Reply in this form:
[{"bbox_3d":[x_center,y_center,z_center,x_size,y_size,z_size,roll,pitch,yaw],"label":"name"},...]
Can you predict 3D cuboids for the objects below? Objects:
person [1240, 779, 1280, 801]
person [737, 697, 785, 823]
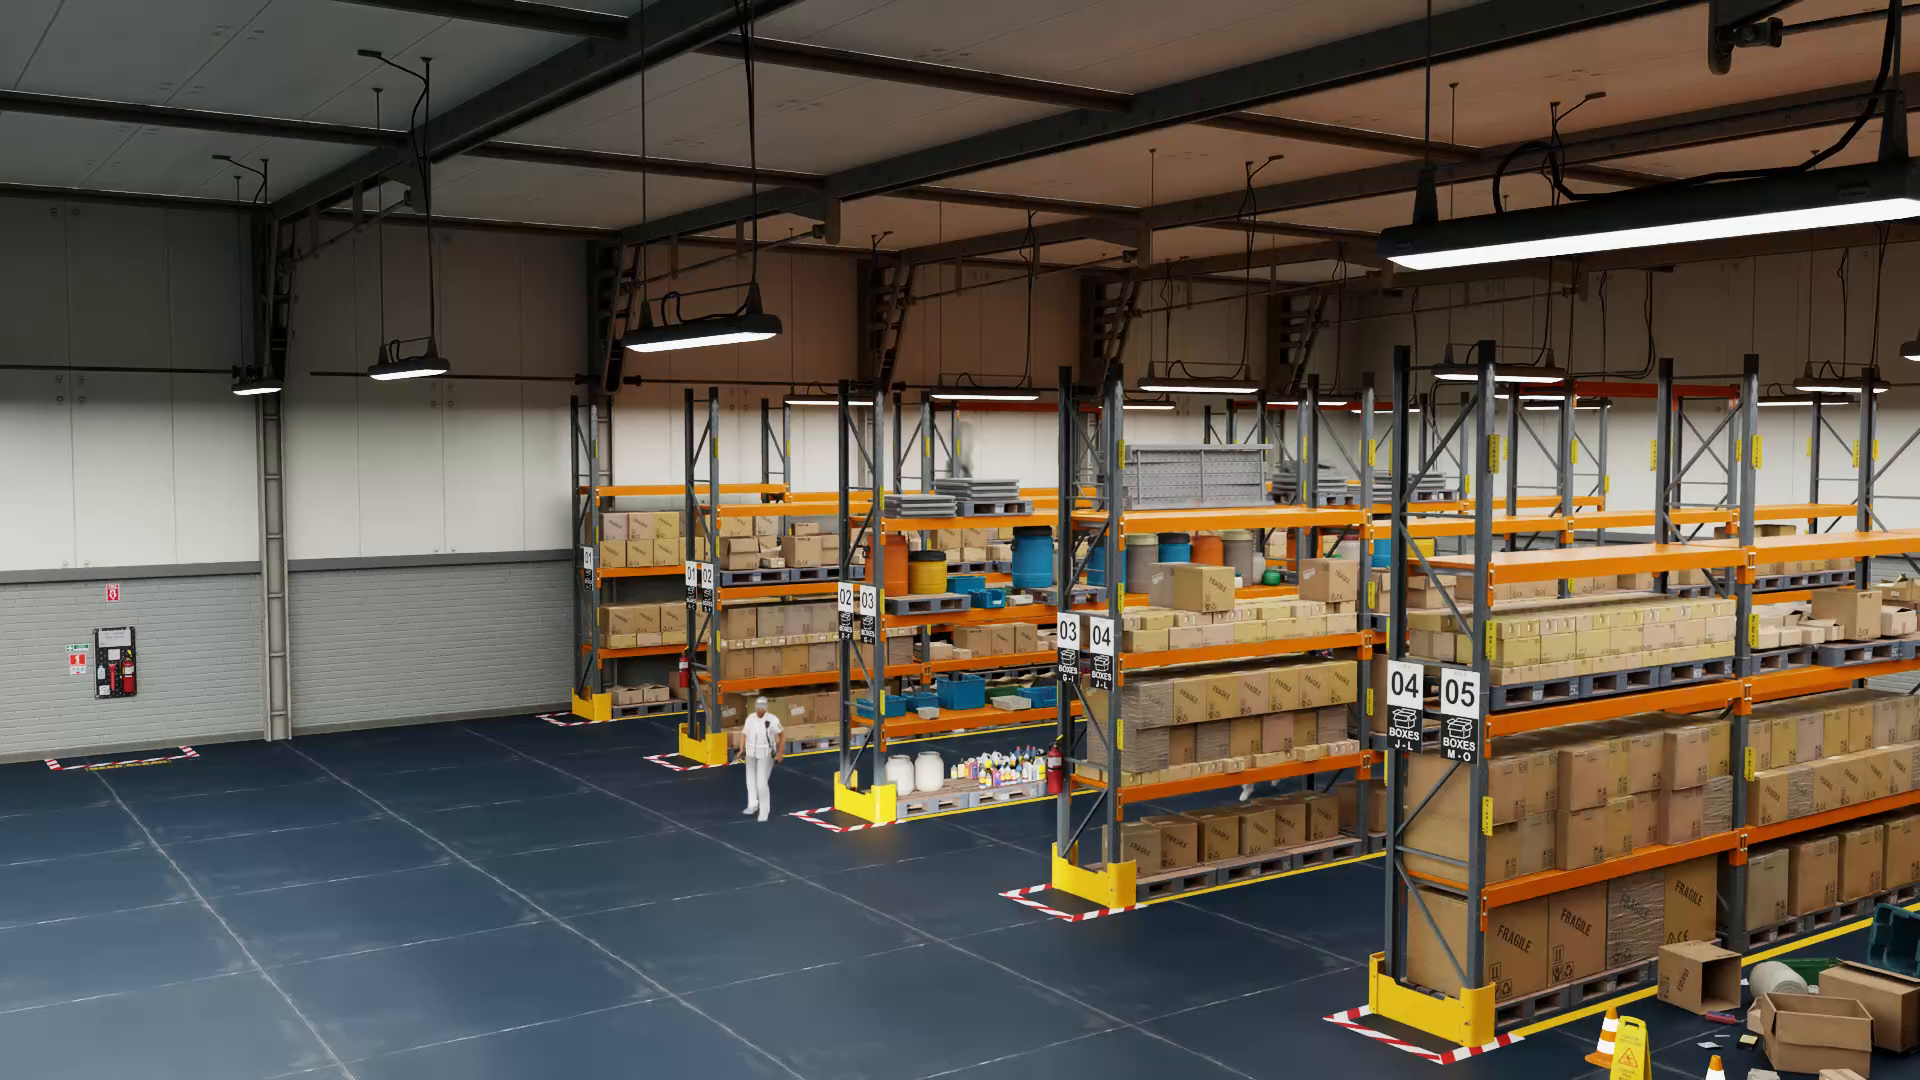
[{"bbox_3d":[4.395,2.893,24.145,0.570,1.666,1.081,3,5,41],"label":"person"},{"bbox_3d":[-2.714,2.993,22.576,0.592,1.751,0.594,1,4,17],"label":"person"}]
